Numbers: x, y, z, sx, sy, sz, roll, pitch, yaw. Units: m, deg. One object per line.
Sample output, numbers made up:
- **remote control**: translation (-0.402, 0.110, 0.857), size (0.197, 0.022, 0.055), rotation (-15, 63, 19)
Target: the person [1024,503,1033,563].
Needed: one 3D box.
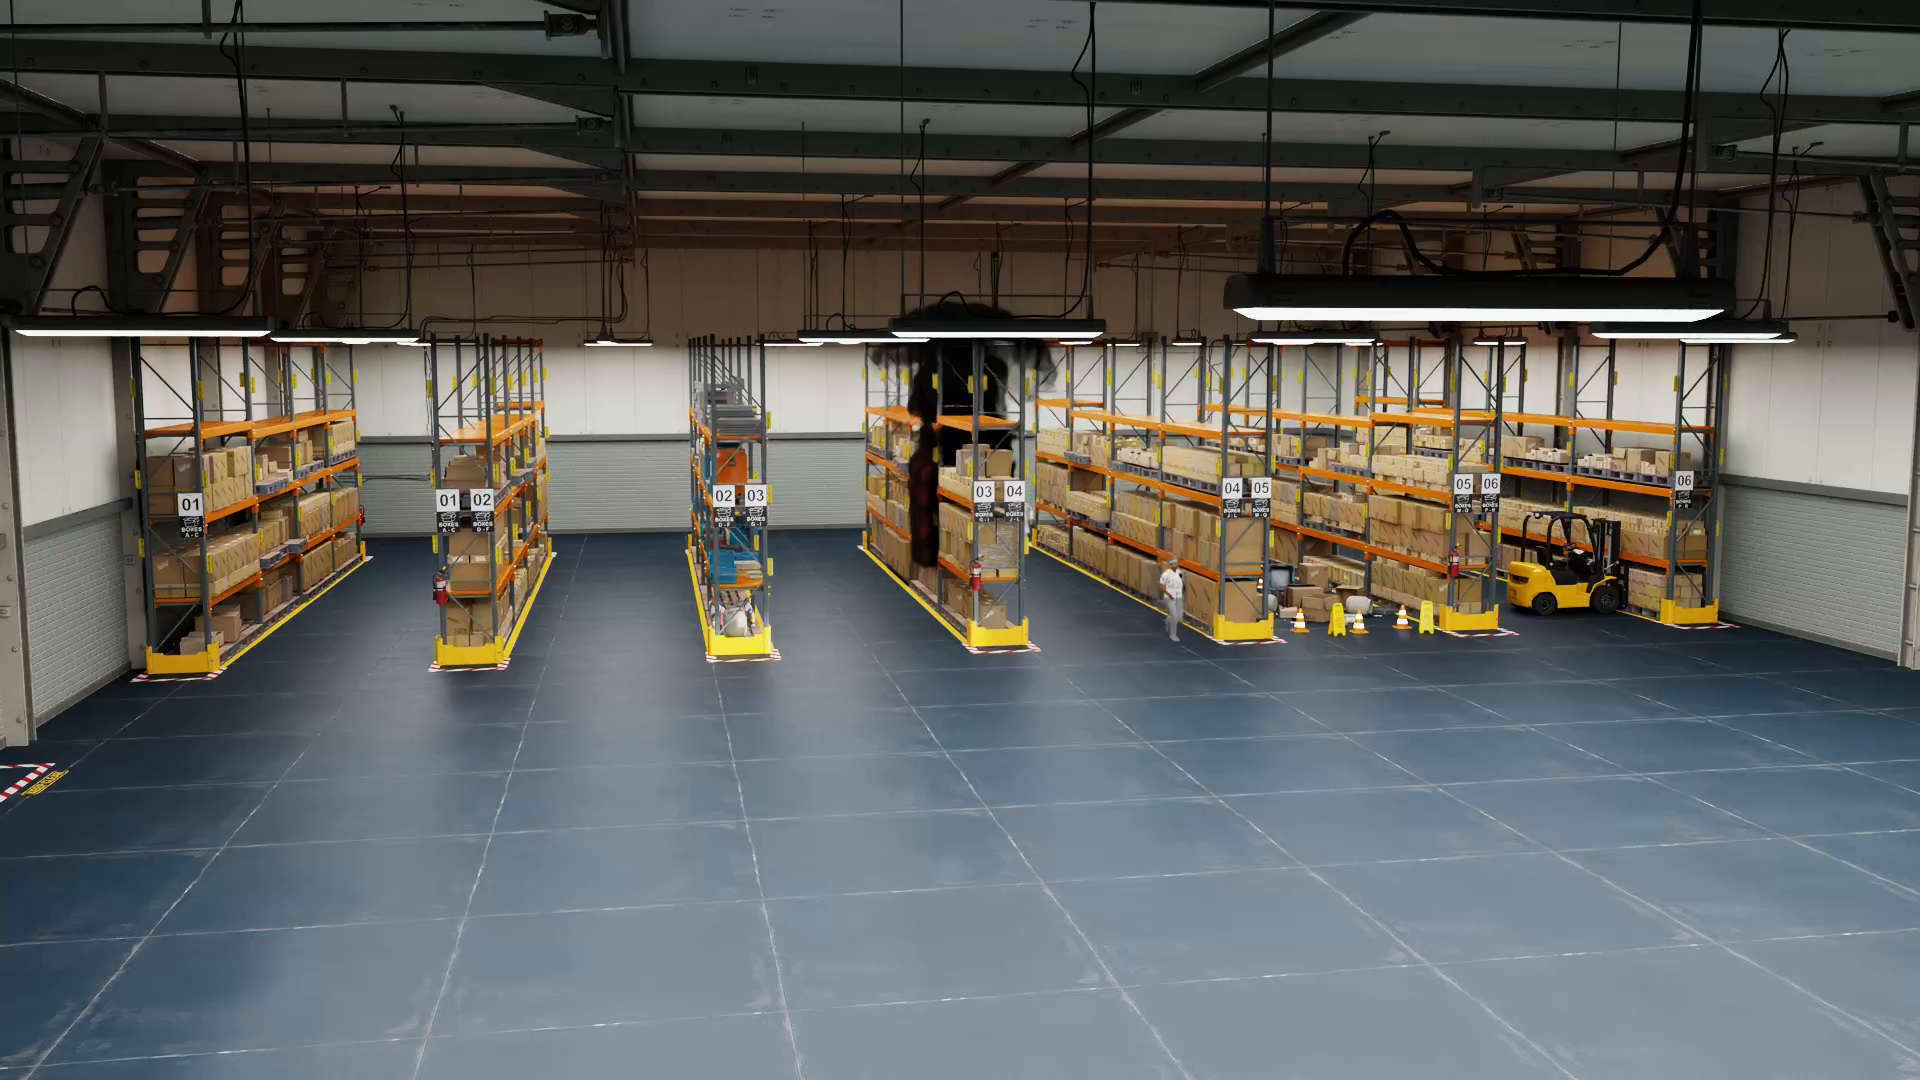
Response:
- **person**: translation (1.635, -0.309, 45.009), size (0.731, 1.836, 0.988), rotation (-1, 7, -7)

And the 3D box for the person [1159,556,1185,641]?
- **person**: translation (4.200, 1.135, 32.938), size (0.598, 1.662, 0.562), rotation (-3, 7, -28)
